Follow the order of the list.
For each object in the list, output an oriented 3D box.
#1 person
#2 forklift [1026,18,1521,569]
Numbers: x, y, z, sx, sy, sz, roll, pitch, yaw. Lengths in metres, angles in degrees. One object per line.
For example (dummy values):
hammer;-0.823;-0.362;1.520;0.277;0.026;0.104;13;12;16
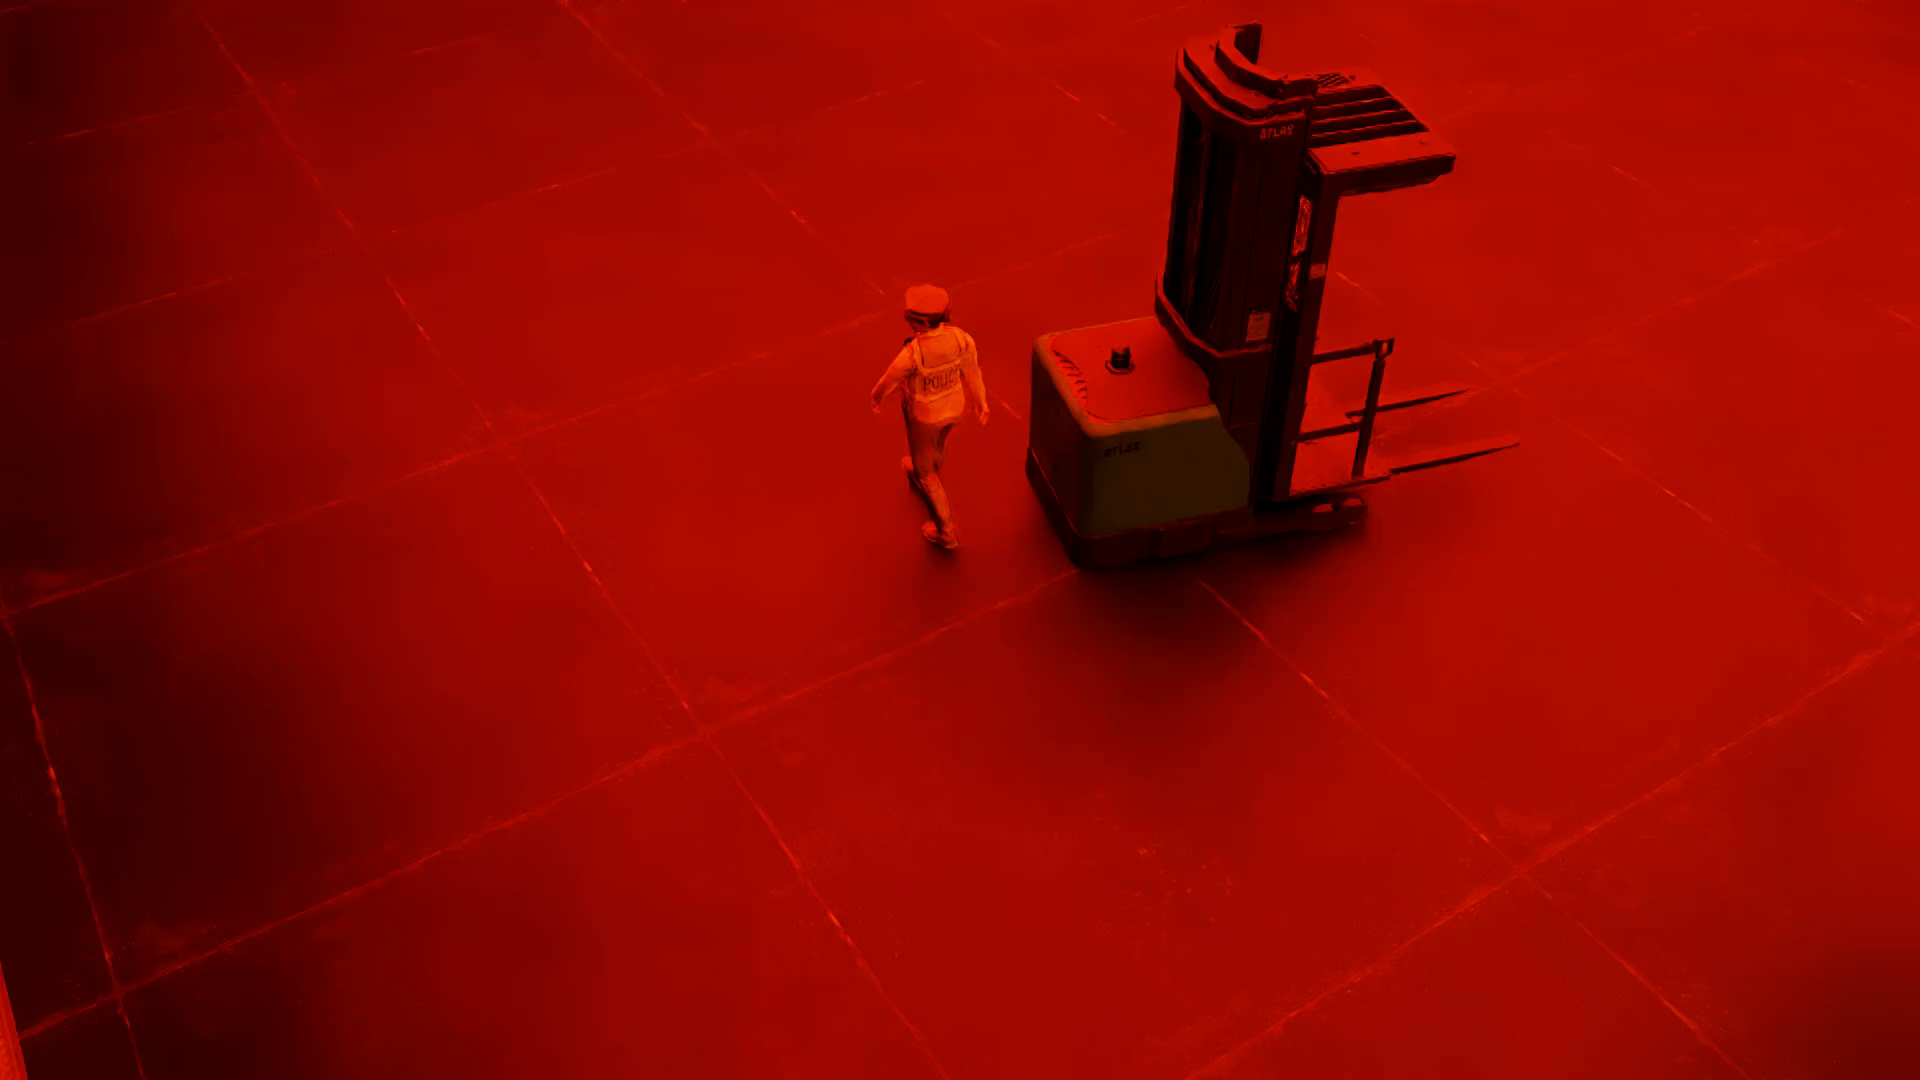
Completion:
person;-0.191;-0.810;9.744;0.617;1.619;0.830;-27;48;-27
forklift;1.991;-1.482;9.567;3.031;2.935;1.130;-11;42;-12
